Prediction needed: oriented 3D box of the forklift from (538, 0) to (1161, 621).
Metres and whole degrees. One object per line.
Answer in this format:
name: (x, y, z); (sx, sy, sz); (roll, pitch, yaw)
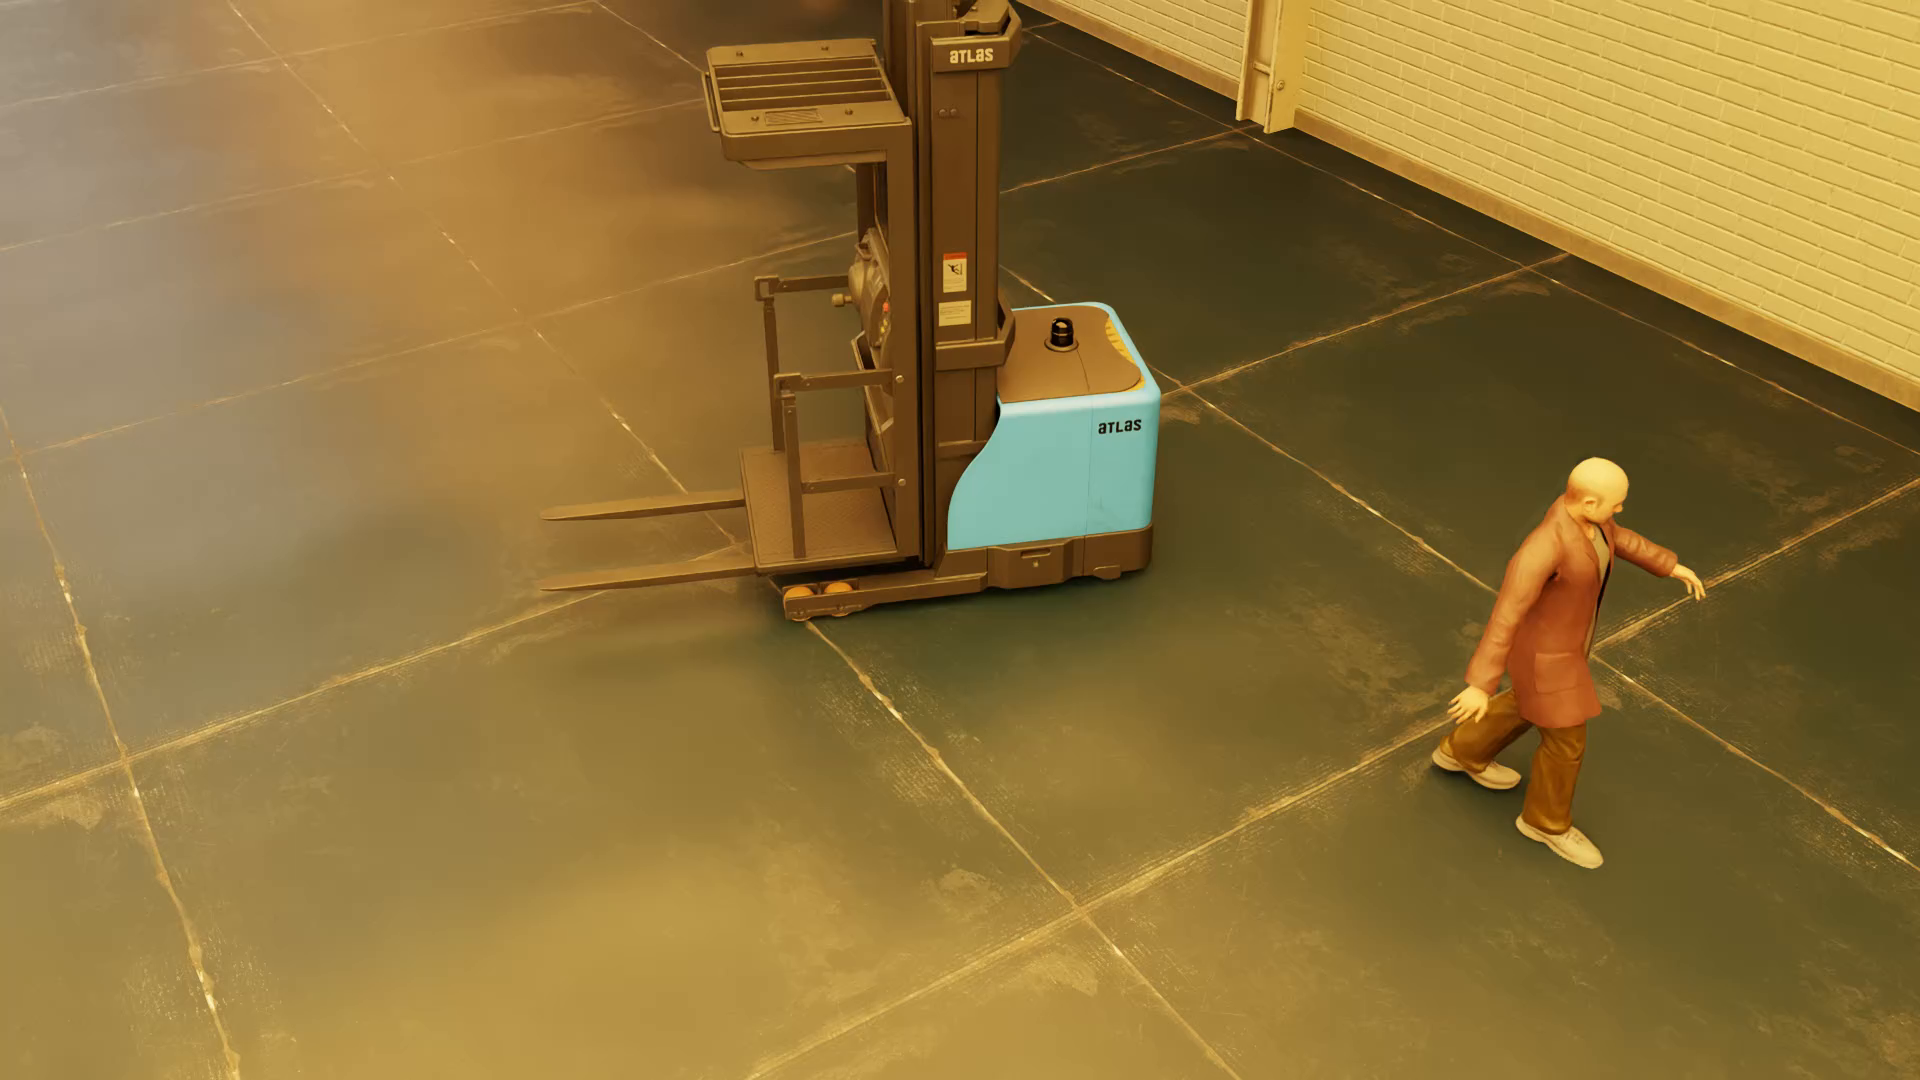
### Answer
forklift: (-0.599, -1.134, 7.761); (3.031, 2.935, 1.130); (-6, 36, -9)

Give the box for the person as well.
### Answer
person: (2.350, 0.454, 6.543); (0.824, 1.759, 1.016); (21, 40, 27)
